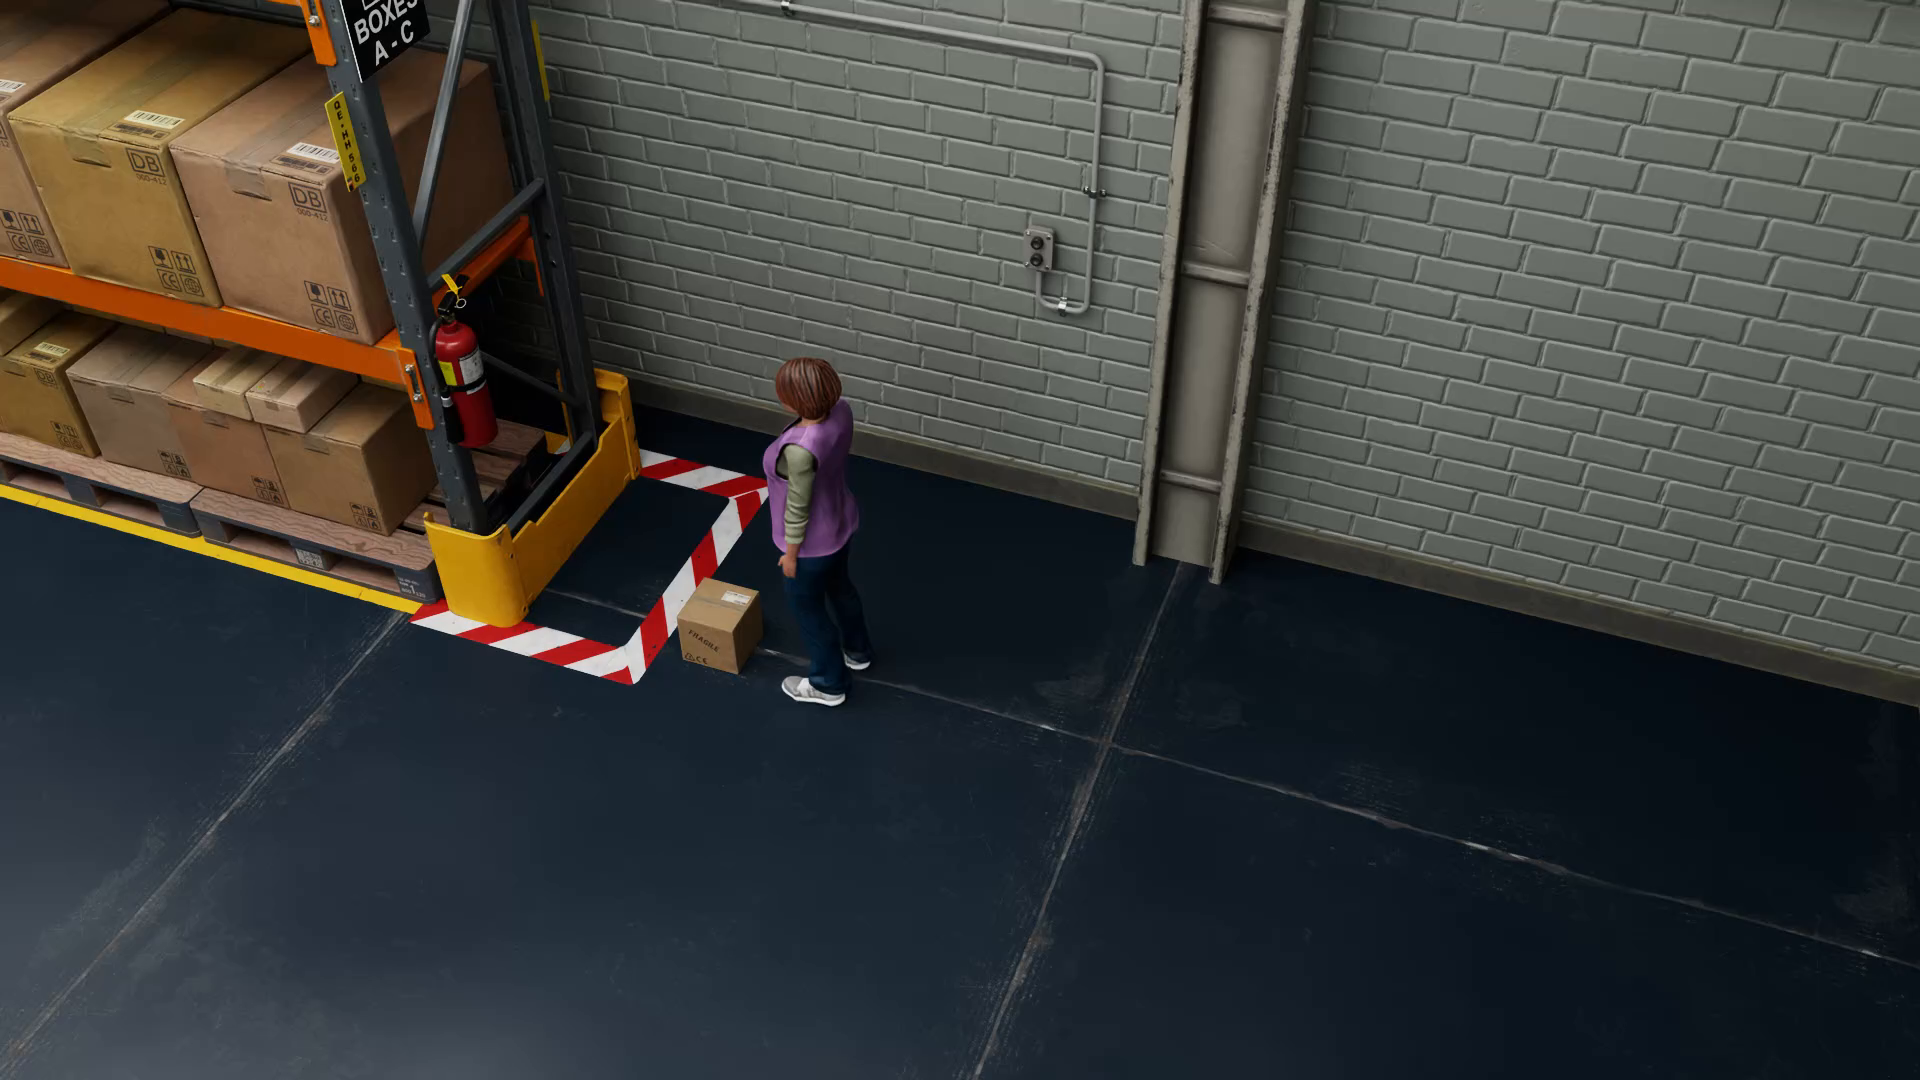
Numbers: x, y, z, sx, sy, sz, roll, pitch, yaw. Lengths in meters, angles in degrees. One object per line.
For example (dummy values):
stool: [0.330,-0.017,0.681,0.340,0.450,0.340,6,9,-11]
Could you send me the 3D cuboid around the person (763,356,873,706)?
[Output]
person: [-0.536,-0.021,6.190,0.312,1.599,0.406,15,44,16]
